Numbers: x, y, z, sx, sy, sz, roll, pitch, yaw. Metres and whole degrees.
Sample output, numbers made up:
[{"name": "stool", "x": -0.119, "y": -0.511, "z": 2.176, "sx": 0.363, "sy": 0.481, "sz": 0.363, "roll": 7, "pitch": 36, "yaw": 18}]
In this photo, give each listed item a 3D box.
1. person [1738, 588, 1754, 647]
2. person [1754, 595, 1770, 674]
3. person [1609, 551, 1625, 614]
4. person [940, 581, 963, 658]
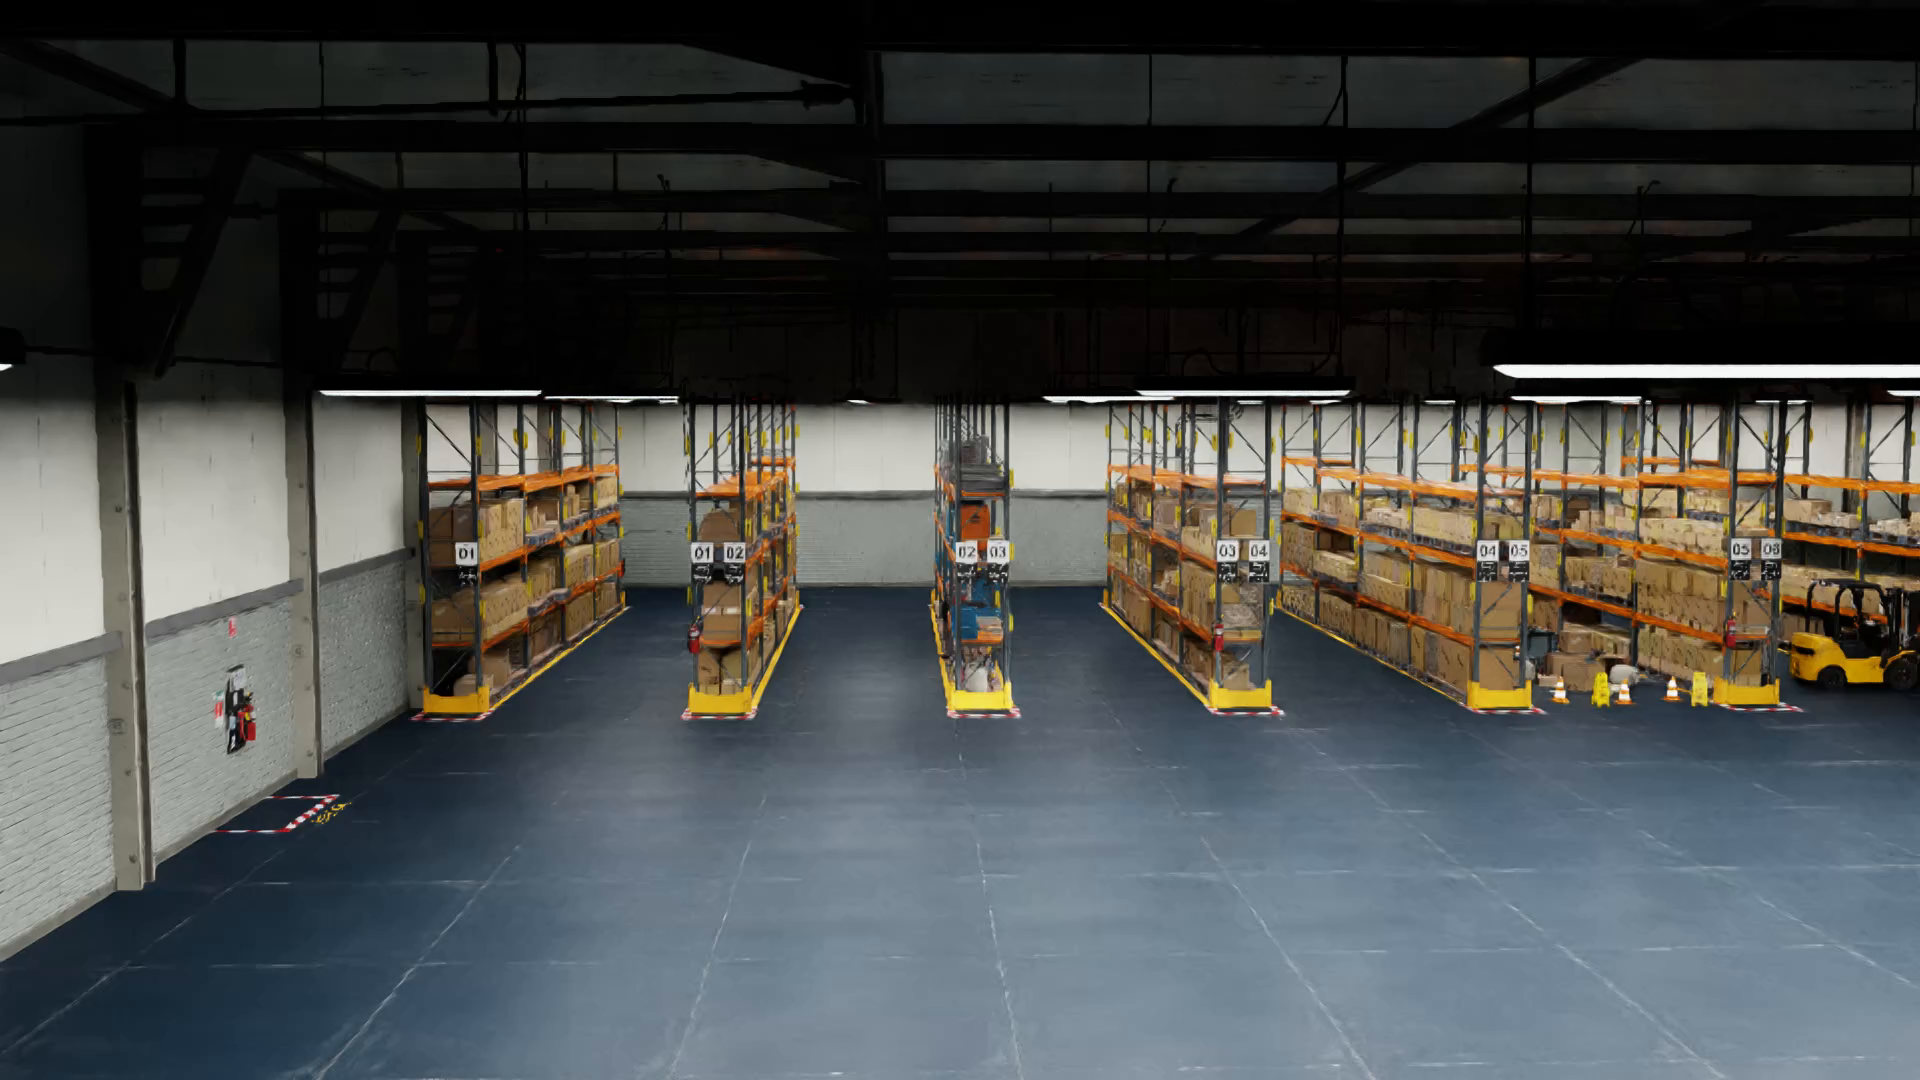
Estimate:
[{"name": "person", "x": 18.195, "y": 1.731, "z": 38.548, "sx": 0.648, "sy": 1.773, "sz": 0.692, "roll": 2, "pitch": 5, "yaw": 23}, {"name": "person", "x": 17.135, "y": 2.019, "z": 35.684, "sx": 0.463, "sy": 1.676, "sz": 0.524, "roll": 2, "pitch": 5, "yaw": 27}, {"name": "person", "x": 18.143, "y": 1.175, "z": 45.755, "sx": 0.402, "sy": 1.749, "sz": 0.653, "roll": 0, "pitch": 5, "yaw": 5}, {"name": "person", "x": -0.178, "y": 1.743, "z": 36.443, "sx": 0.485, "sy": 1.710, "sz": 0.595, "roll": -1, "pitch": 5, "yaw": -11}]
